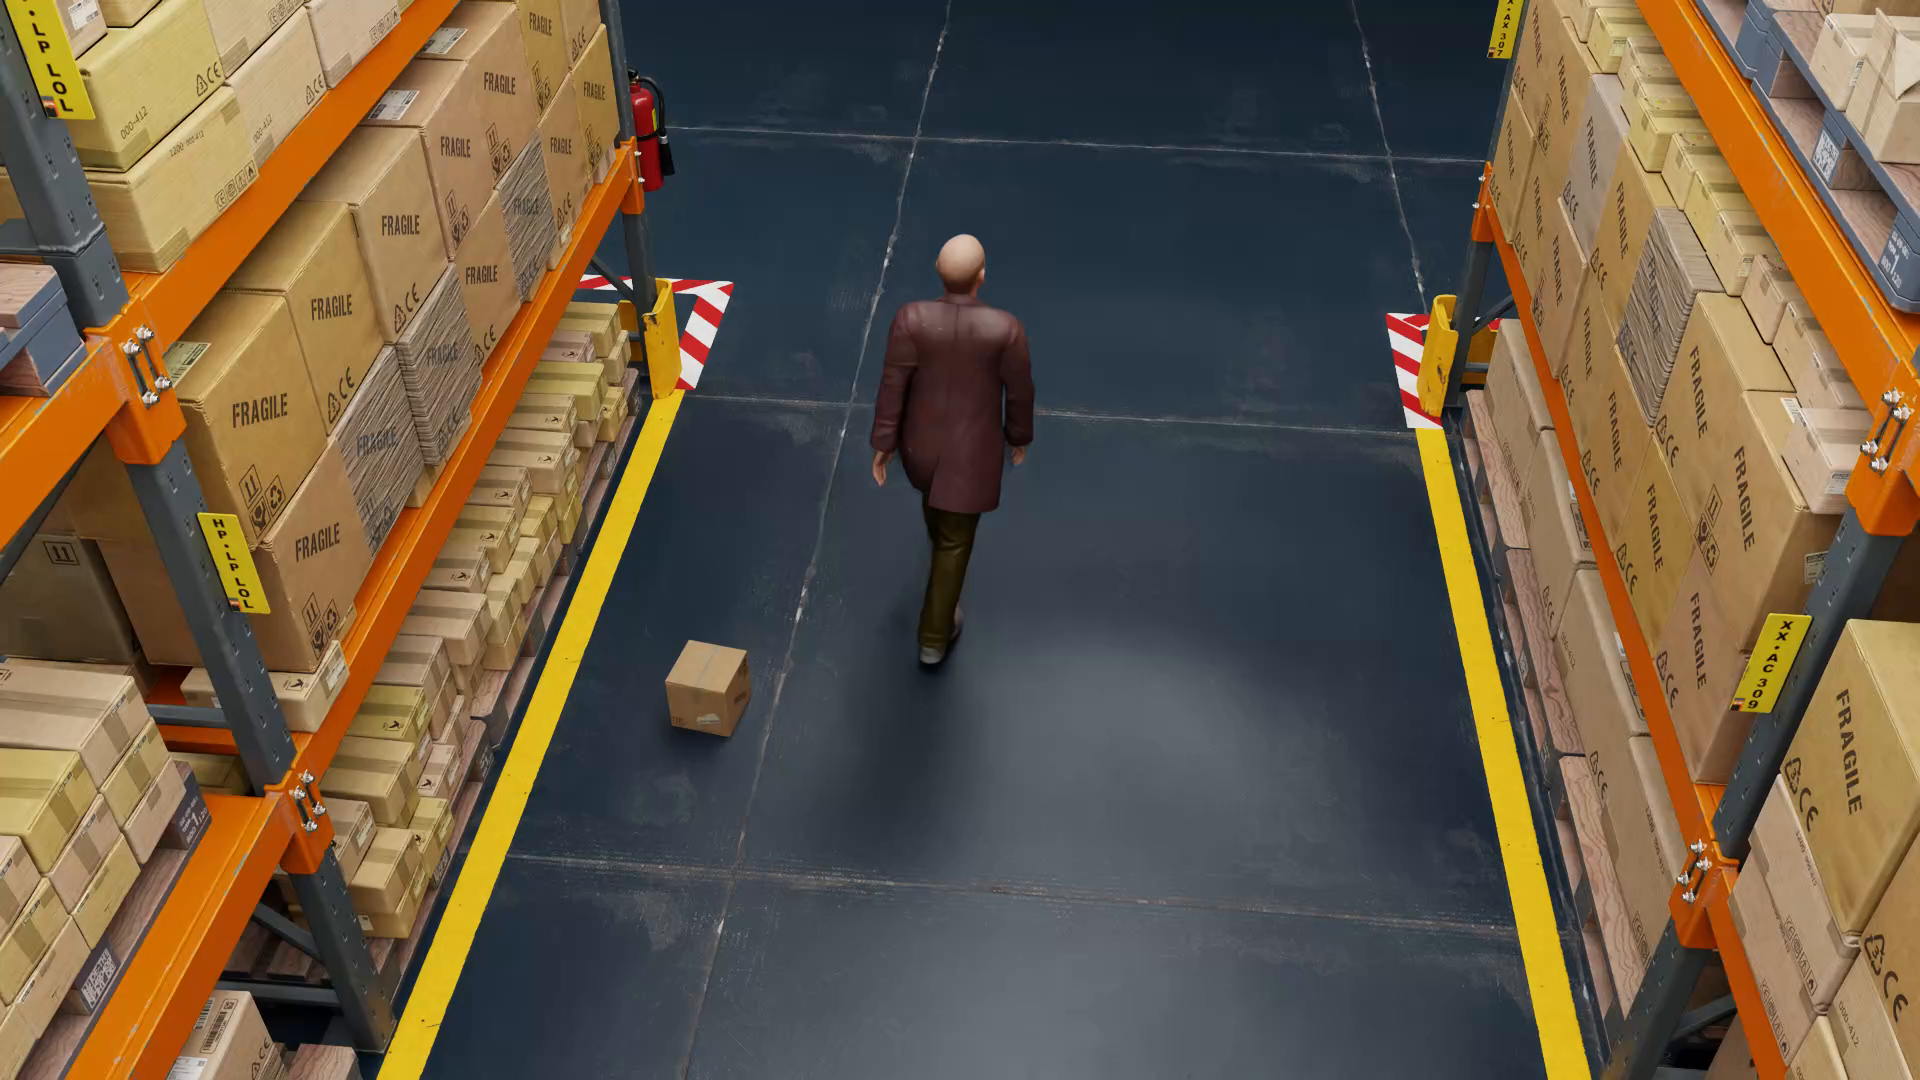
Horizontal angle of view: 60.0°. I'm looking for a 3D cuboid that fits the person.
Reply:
[{"bbox_3d":[-0.007,-0.420,6.670,0.615,1.751,0.956,11,41,13],"label":"person"}]
